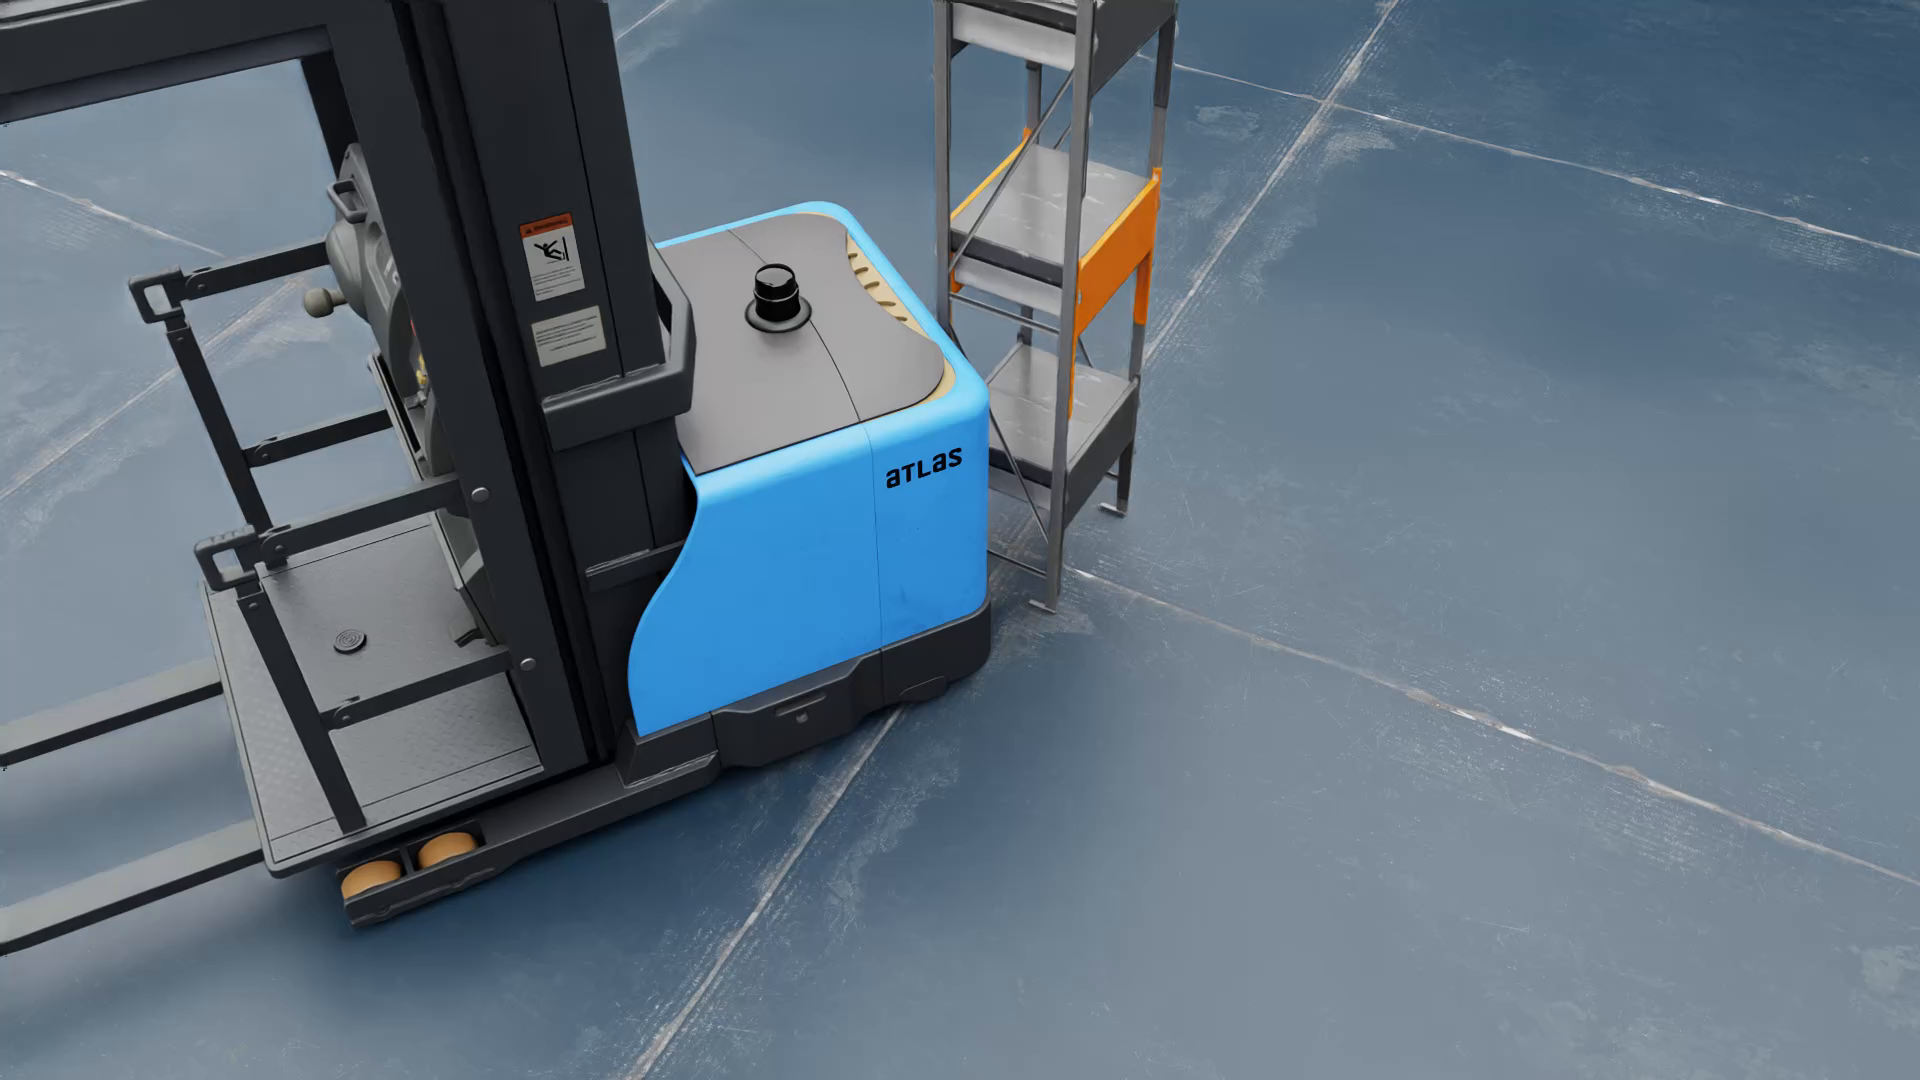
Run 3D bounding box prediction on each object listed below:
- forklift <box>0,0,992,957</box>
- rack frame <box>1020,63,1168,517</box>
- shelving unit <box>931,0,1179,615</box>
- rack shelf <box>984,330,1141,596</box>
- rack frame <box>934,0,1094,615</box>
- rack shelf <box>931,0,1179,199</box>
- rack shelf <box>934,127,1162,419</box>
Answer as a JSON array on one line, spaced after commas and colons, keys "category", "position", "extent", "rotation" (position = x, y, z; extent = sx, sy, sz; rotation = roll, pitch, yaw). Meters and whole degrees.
[{"category": "forklift", "position": [-1.464, -0.481, 3.664], "extent": [3.031, 2.935, 1.130], "rotation": [-20, 49, -18]}, {"category": "rack frame", "position": [0.358, -0.887, 4.650], "extent": [0.400, 2.100, 0.015], "rotation": [22, 49, 20]}, {"category": "shelving unit", "position": [0.237, -0.736, 4.501], "extent": [0.431, 2.100, 0.503], "rotation": [22, 49, 20]}, {"category": "rack shelf", "position": [0.237, -0.234, 5.009], "extent": [0.431, 0.518, 0.480], "rotation": [22, 49, 20]}, {"category": "rack frame", "position": [0.116, -0.585, 4.352], "extent": [0.400, 2.100, 0.015], "rotation": [22, 49, 20]}, {"category": "rack shelf", "position": [0.237, -1.218, 4.013], "extent": [0.431, 0.518, 0.480], "rotation": [22, 49, 20]}, {"category": "rack shelf", "position": [0.237, -0.726, 4.511], "extent": [0.431, 0.518, 0.480], "rotation": [22, 49, 20]}]
